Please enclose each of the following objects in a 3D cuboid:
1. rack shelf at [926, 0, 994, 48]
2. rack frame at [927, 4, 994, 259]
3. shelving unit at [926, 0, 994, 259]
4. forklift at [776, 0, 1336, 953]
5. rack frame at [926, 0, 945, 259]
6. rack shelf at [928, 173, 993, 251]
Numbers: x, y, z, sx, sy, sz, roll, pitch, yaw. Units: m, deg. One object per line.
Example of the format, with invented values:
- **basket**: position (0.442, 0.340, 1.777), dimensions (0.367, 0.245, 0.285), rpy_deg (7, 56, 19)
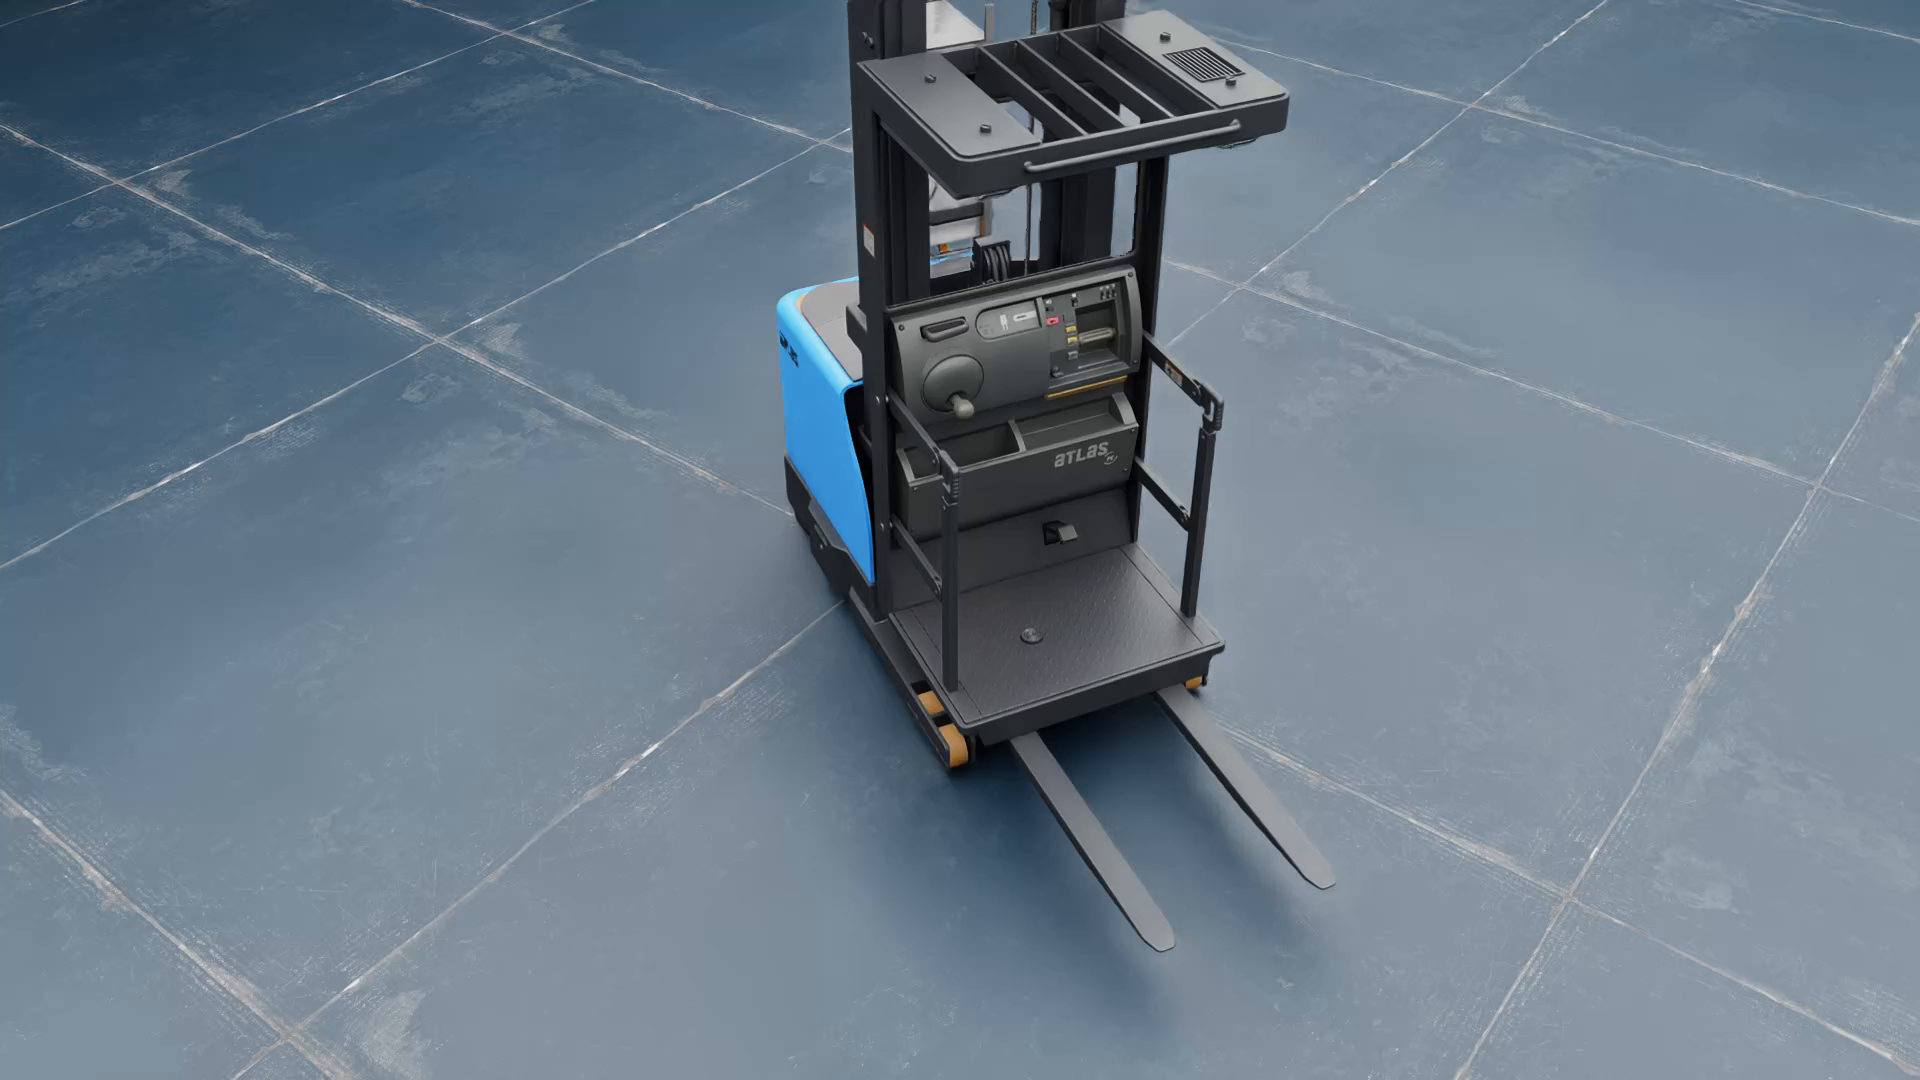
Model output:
- **rack shelf**: position (-0.152, -1.906, 6.868), dimensions (0.431, 0.518, 0.480), rpy_deg (-16, 41, -19)
- **rack frame**: position (-0.052, -1.228, 7.115), dimensions (0.400, 2.100, 0.015), rpy_deg (-16, 41, -19)
- **shelving unit**: position (-0.152, -1.365, 7.291), dimensions (0.431, 2.100, 0.503), rpy_deg (-16, 41, -19)
- **forklift**: position (0.304, -0.615, 5.659), dimensions (1.130, 2.935, 3.031), rpy_deg (-16, 41, -19)
- **rack frame**: position (-0.252, -1.503, 7.466), dimensions (0.400, 2.100, 0.015), rpy_deg (-16, 41, -19)
- **rack shelf**: position (-0.152, -1.355, 7.299), dimensions (0.431, 0.518, 0.480), rpy_deg (-16, 41, -19)
